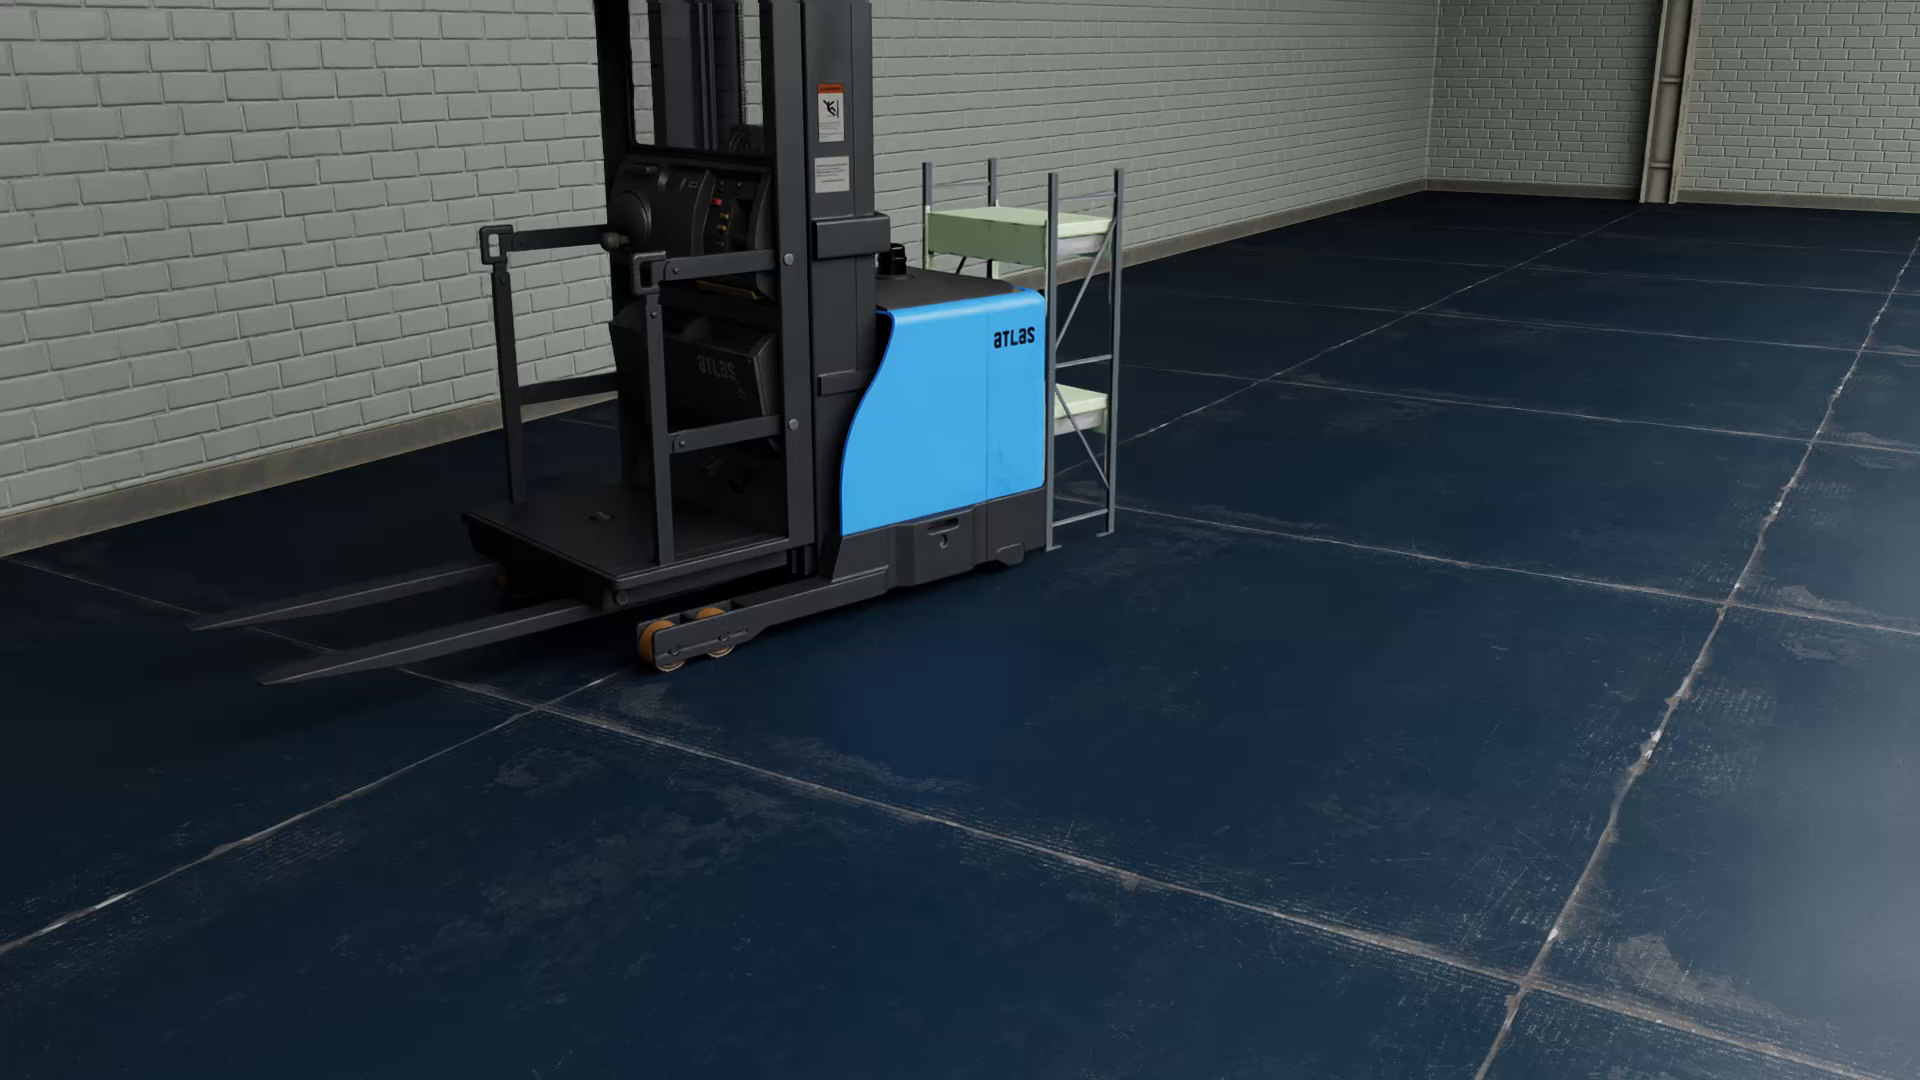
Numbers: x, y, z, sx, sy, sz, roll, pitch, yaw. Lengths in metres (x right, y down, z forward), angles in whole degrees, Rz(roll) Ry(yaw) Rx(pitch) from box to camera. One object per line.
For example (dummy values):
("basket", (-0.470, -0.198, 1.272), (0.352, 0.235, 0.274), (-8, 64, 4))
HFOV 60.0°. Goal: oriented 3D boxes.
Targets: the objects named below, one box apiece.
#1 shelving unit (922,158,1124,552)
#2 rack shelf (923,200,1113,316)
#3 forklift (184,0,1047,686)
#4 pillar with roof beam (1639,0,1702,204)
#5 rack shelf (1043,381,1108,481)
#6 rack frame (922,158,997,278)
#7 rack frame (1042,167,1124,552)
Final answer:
("shelving unit", (0.246, -0.790, 6.900), (0.431, 1.500, 0.755), (-15, 22, -40))
("rack shelf", (0.246, -1.163, 6.786), (0.431, 0.370, 0.720), (-15, 22, -40))
("forklift", (-1.093, -1.141, 5.596), (3.031, 2.935, 1.130), (-15, 22, -40))
("pillar with roof beam", (6.479, -7.469, 15.986), (0.400, 9.000, 9.100), (10, 20, 30))
("rack shelf", (0.245, -0.478, 6.994), (0.431, 0.370, 0.720), (-15, 22, -40))
("rack frame", (0.001, -0.869, 7.160), (0.400, 1.500, 0.023), (-15, 22, -40))
("rack frame", (0.490, -0.710, 6.639), (0.400, 1.500, 0.023), (-15, 22, -40))
